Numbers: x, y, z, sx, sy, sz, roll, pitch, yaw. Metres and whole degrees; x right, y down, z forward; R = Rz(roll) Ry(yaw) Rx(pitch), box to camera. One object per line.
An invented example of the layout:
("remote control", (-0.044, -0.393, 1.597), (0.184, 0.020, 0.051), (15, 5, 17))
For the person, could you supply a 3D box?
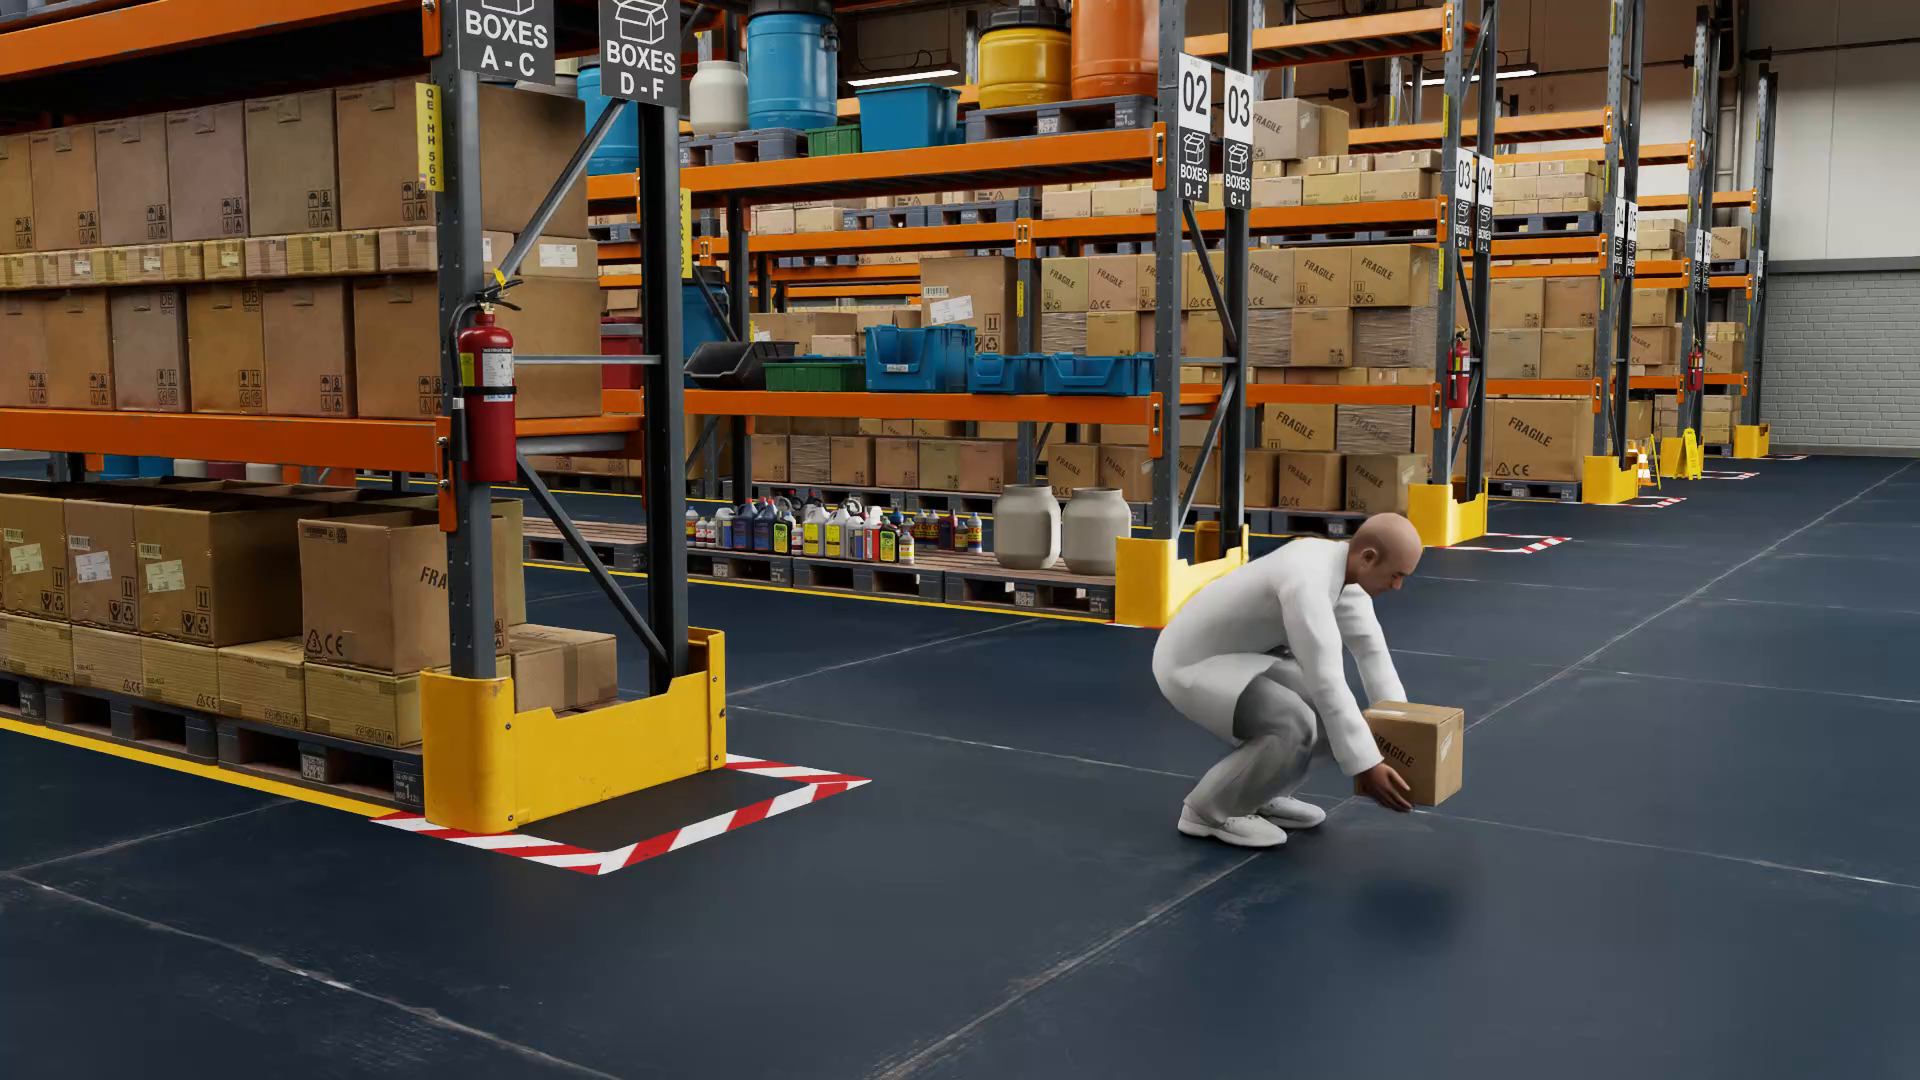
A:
("person", (1.048, 0.433, 5.251), (0.899, 1.029, 0.613), (4, 7, 33))
